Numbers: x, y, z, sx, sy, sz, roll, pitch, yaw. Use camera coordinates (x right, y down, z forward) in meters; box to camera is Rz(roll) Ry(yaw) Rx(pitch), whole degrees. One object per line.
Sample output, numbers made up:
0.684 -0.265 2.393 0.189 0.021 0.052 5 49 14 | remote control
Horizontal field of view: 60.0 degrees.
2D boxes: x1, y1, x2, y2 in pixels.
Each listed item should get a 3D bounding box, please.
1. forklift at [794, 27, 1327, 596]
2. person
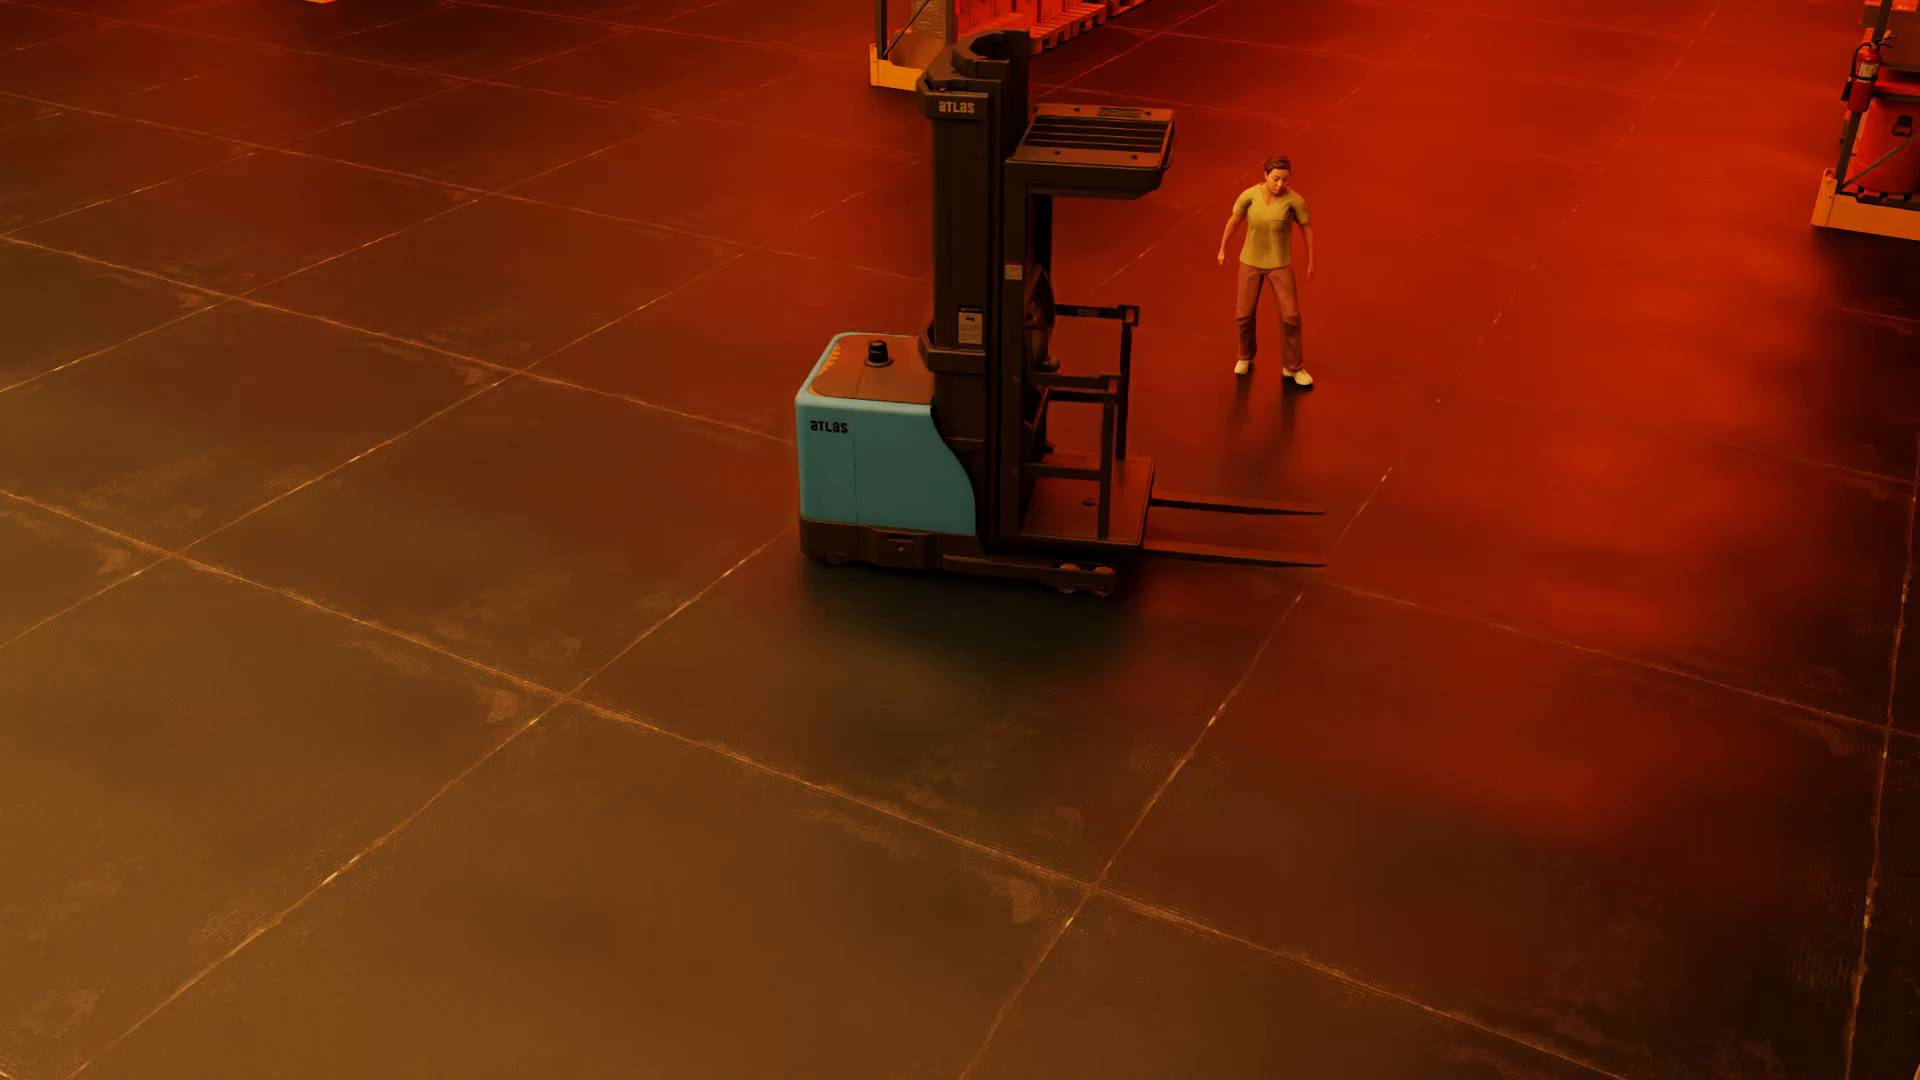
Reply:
0.626 -1.239 9.217 3.031 2.935 1.130 5 30 9 | forklift
2.197 -1.937 11.725 0.791 1.645 0.376 9 31 15 | person
